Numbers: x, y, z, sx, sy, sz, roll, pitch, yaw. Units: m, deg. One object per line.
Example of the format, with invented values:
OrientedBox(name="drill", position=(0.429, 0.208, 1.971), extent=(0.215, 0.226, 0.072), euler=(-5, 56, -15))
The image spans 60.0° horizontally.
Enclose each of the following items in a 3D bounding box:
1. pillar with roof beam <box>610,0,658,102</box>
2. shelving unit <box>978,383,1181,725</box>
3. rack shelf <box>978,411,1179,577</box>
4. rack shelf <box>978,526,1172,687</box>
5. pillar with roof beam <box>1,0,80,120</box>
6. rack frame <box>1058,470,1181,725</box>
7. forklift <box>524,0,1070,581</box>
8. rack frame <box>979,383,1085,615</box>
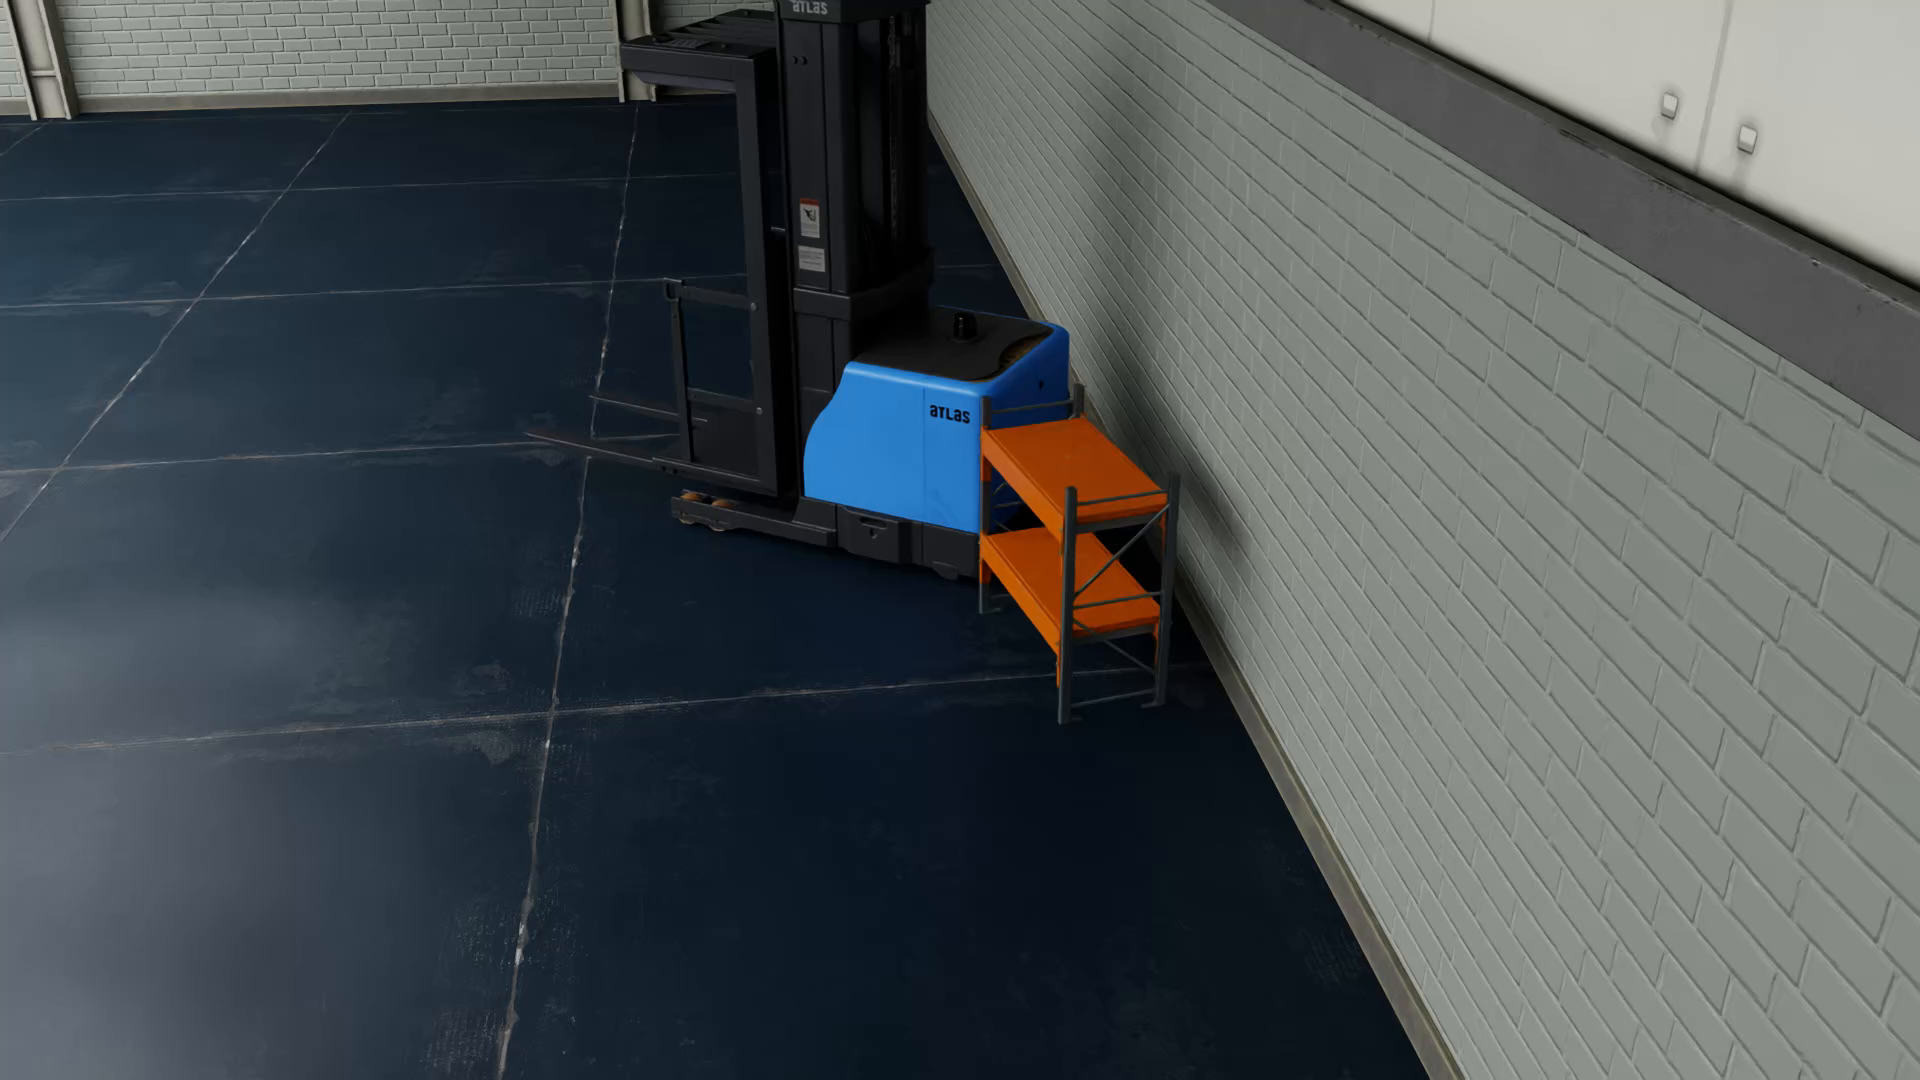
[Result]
OrientedBox(name="pillar with roof beam", position=(-2.903, -6.871, 12.284), extent=(0.400, 9.000, 9.100), euler=(-4, 27, -7))
OrientedBox(name="shelving unit", position=(0.500, 0.038, 7.444), extent=(0.538, 1.125, 1.048), euler=(-9, 28, -17))
OrientedBox(name="rack shelf", position=(0.500, -0.223, 7.310), extent=(0.538, 0.278, 1.000), euler=(-9, 28, -17))
OrientedBox(name="rack shelf", position=(0.500, 0.255, 7.556), extent=(0.538, 0.278, 1.000), euler=(-9, 28, -17))
OrientedBox(name="pillar with roof beam", position=(-8.845, -6.490, 11.540), extent=(0.400, 9.000, 9.100), euler=(-4, 27, -7))
OrientedBox(name="rack frame", position=(0.665, 0.257, 7.016), extent=(0.500, 1.125, 0.032), euler=(-9, 28, -17))
OrientedBox(name="forklift", position=(-0.977, -1.551, 8.562), extent=(3.031, 2.935, 1.130), euler=(13, 30, 23))
OrientedBox(name="rack frame", position=(0.334, -0.182, 7.872), extent=(0.500, 1.125, 0.032), euler=(-9, 28, -17))
